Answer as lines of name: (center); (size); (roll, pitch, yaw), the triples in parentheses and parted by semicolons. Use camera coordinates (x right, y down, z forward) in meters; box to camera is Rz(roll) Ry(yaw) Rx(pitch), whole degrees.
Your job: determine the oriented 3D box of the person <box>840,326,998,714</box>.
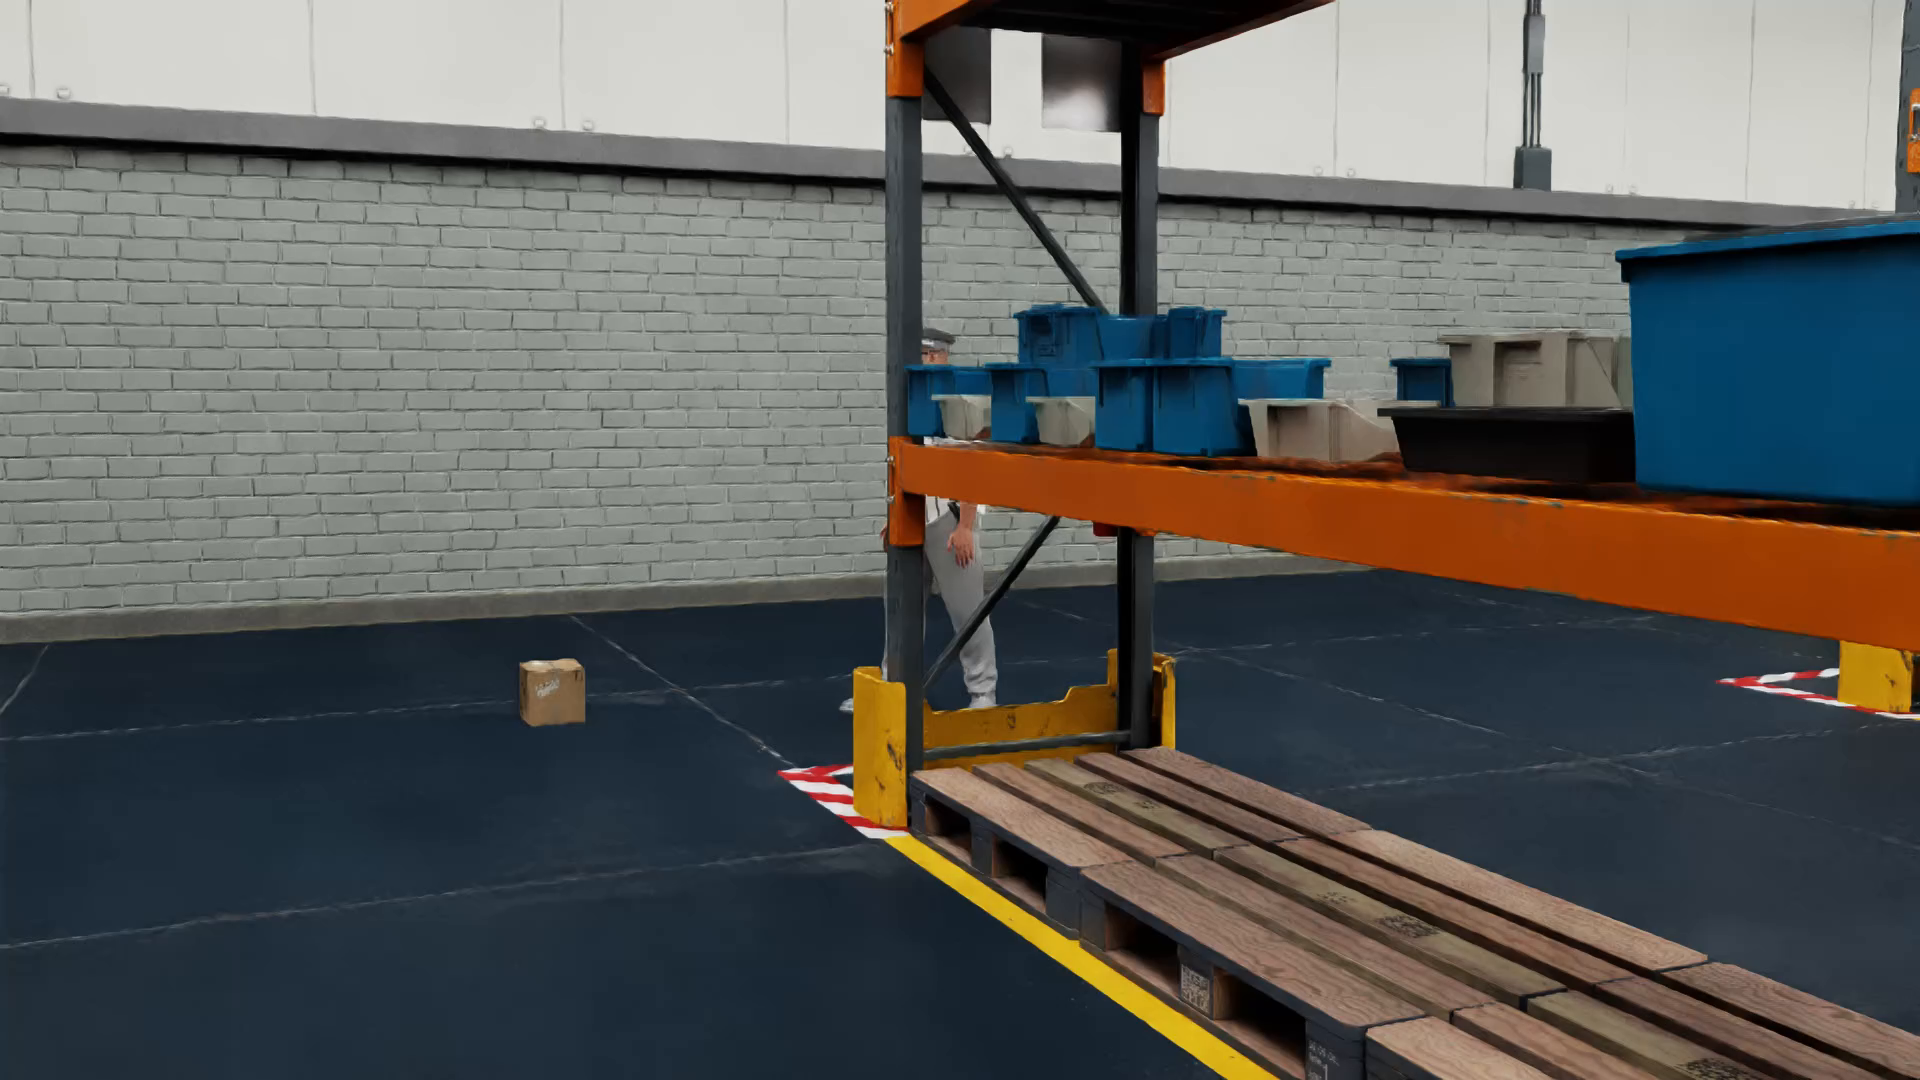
person: (-0.175, -0.081, 7.405); (0.633, 1.744, 0.672); (-4, 7, -37)
